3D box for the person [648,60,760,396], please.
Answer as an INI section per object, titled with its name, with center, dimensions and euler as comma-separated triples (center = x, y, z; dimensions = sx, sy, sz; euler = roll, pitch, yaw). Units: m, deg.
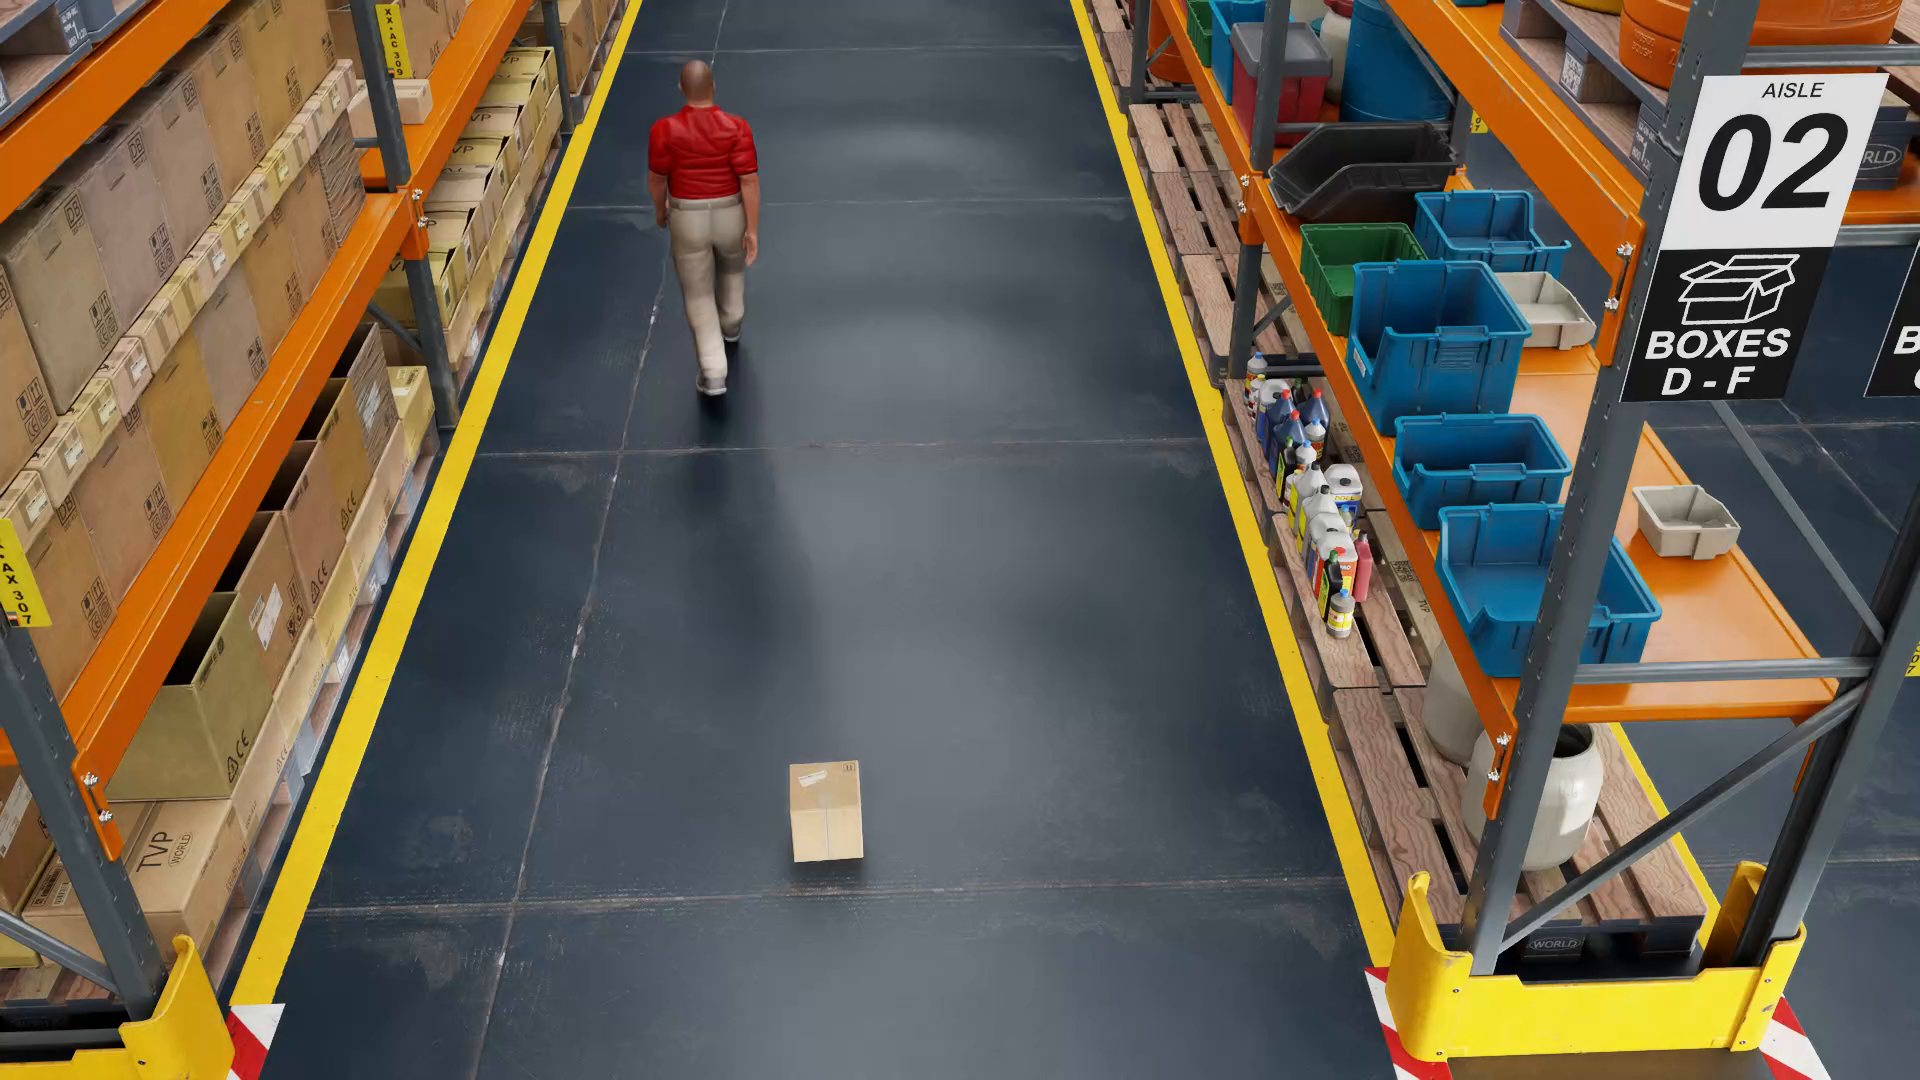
[person]
center = -1.299, -1.641, 8.502
dimensions = 0.535, 1.672, 1.068
euler = -9, 36, -13
